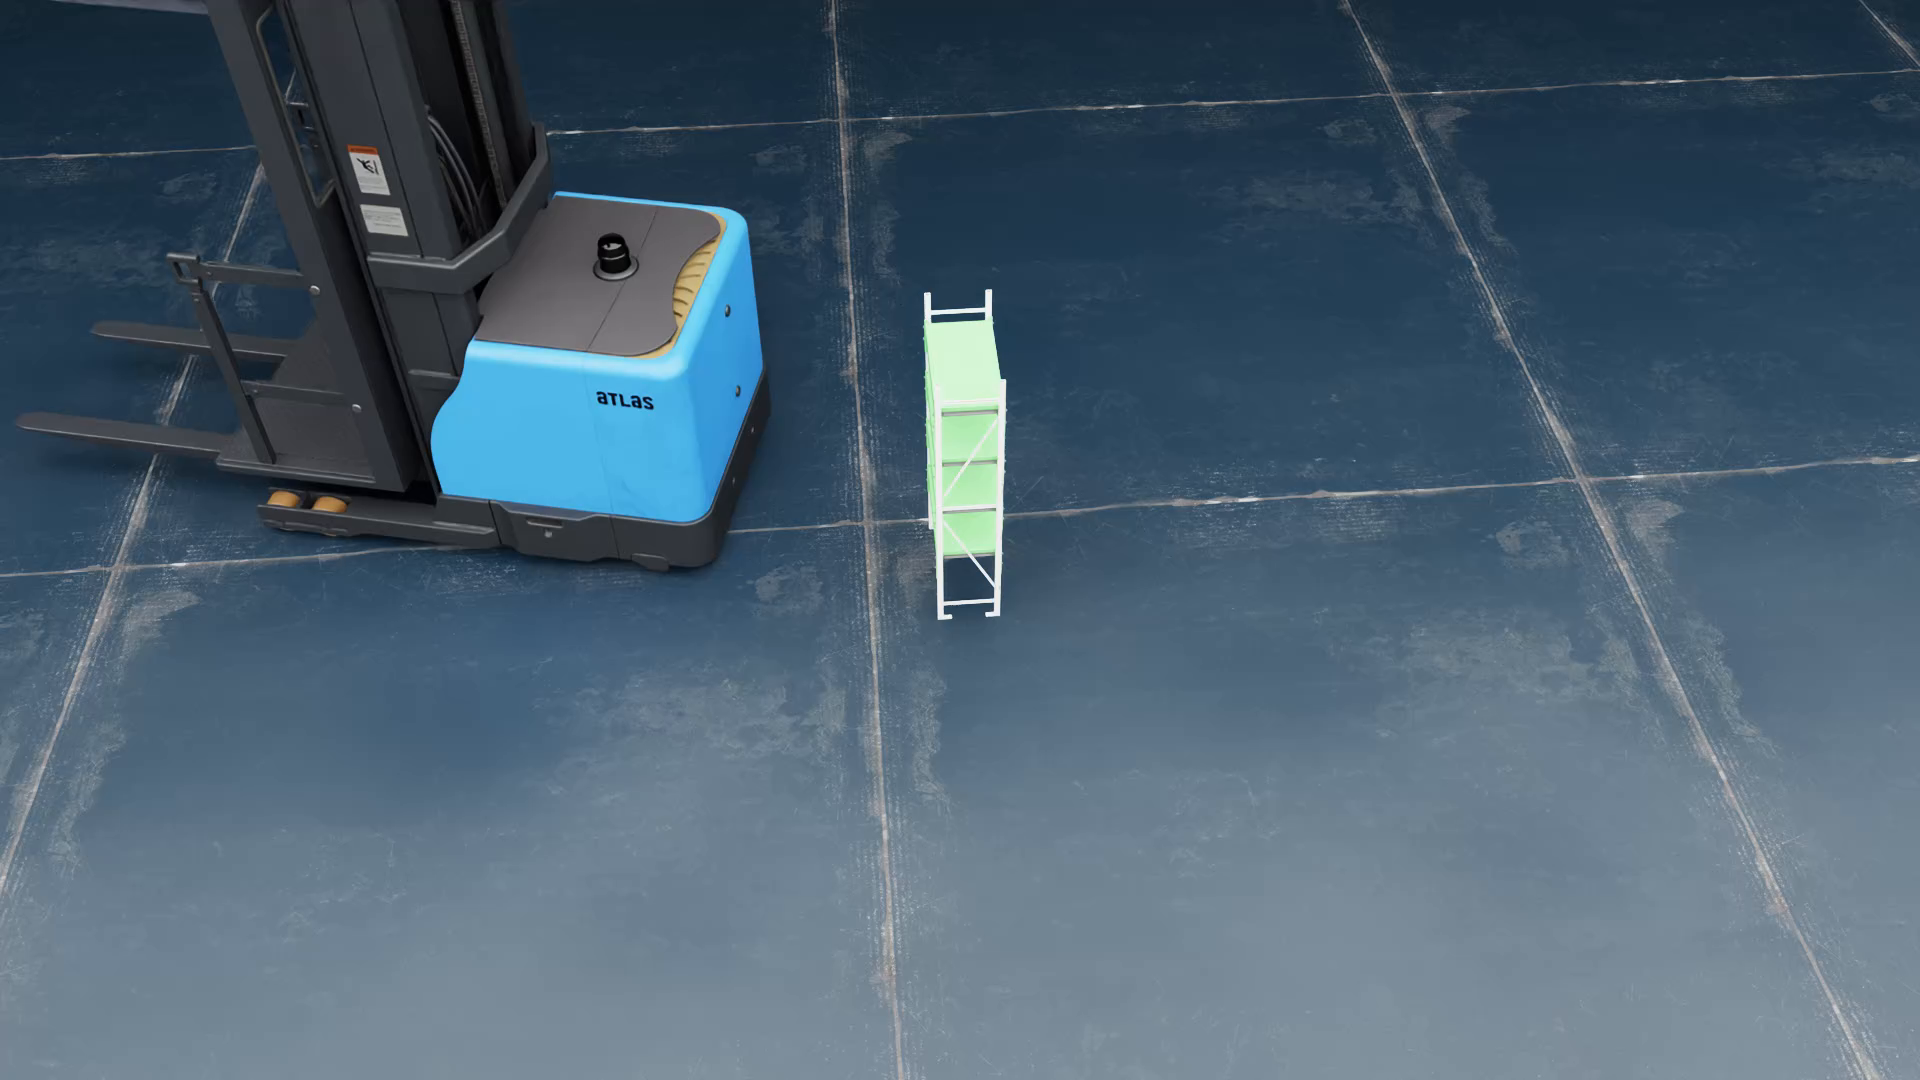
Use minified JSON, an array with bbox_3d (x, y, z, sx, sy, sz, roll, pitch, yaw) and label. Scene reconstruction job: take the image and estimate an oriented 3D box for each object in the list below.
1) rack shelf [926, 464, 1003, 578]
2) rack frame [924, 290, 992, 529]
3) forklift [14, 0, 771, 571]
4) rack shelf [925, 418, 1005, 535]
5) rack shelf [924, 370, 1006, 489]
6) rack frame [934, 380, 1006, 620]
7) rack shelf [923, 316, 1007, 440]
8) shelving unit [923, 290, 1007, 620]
[{"bbox_3d":[0.014,-0.084,6.422,0.258,0.148,0.480,-3,47,-3],"label":"rack shelf"},{"bbox_3d":[-0.007,-0.469,6.368,0.240,1.200,0.015,-3,47,-3],"label":"rack frame"},{"bbox_3d":[-2.381,-1.394,6.052,3.031,2.935,1.130,7,47,6],"label":"forklift"},{"bbox_3d":[0.014,-0.249,6.247,0.258,0.148,0.480,-3,47,-3],"label":"rack shelf"},{"bbox_3d":[0.014,-0.414,6.073,0.258,0.148,0.480,-3,47,-3],"label":"rack shelf"},{"bbox_3d":[0.034,-0.116,6.034,0.240,1.200,0.015,-3,47,-3],"label":"rack frame"},{"bbox_3d":[0.014,-0.579,5.899,0.258,0.148,0.480,-3,47,-3],"label":"rack shelf"},{"bbox_3d":[0.014,-0.293,6.201,0.258,1.200,0.503,-3,47,-3],"label":"shelving unit"}]
